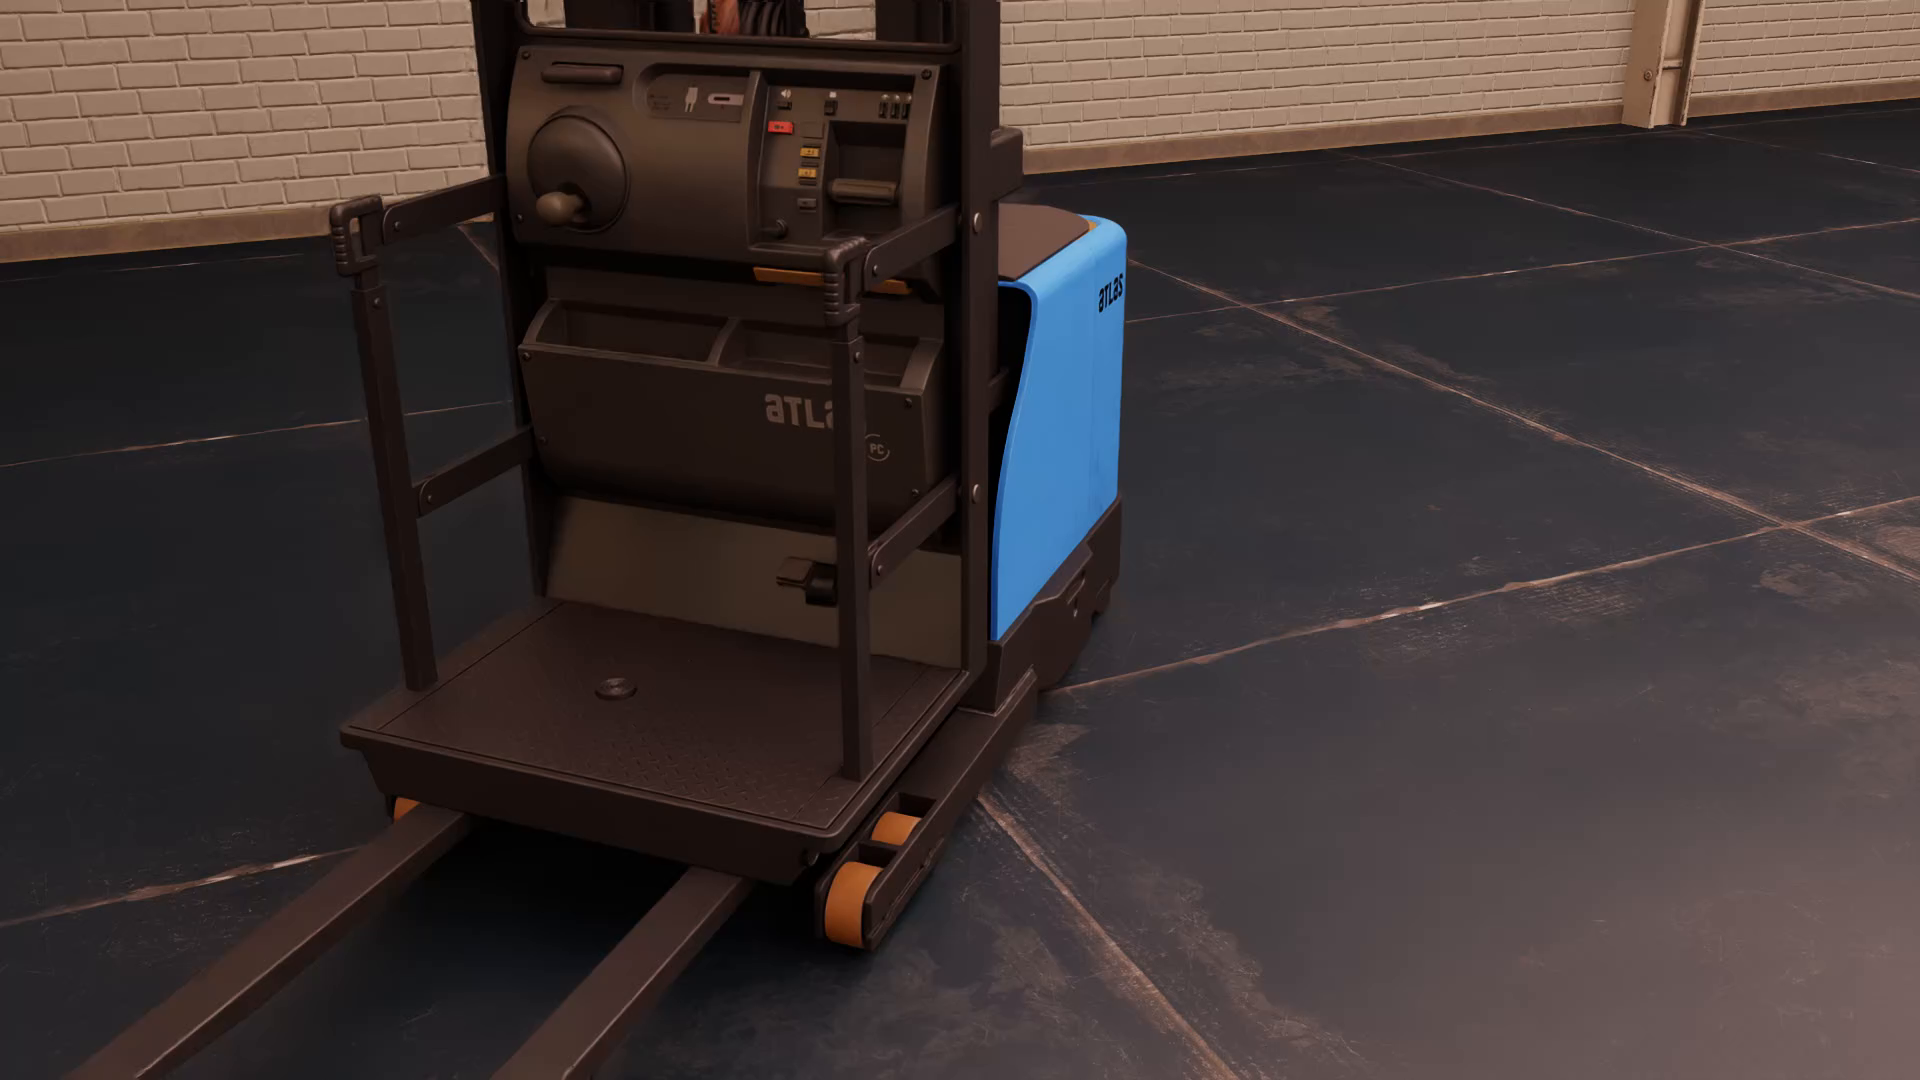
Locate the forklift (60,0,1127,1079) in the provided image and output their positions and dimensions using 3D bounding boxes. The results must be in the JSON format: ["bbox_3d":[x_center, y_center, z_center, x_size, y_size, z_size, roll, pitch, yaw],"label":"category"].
[{"bbox_3d":[-0.556,-0.746,3.081,1.130,2.935,3.031,8,24,19],"label":"forklift"}]

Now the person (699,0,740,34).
[{"bbox_3d":[-0.734,-0.936,5.328,0.353,1.568,0.700,3,23,7],"label":"person"}]
